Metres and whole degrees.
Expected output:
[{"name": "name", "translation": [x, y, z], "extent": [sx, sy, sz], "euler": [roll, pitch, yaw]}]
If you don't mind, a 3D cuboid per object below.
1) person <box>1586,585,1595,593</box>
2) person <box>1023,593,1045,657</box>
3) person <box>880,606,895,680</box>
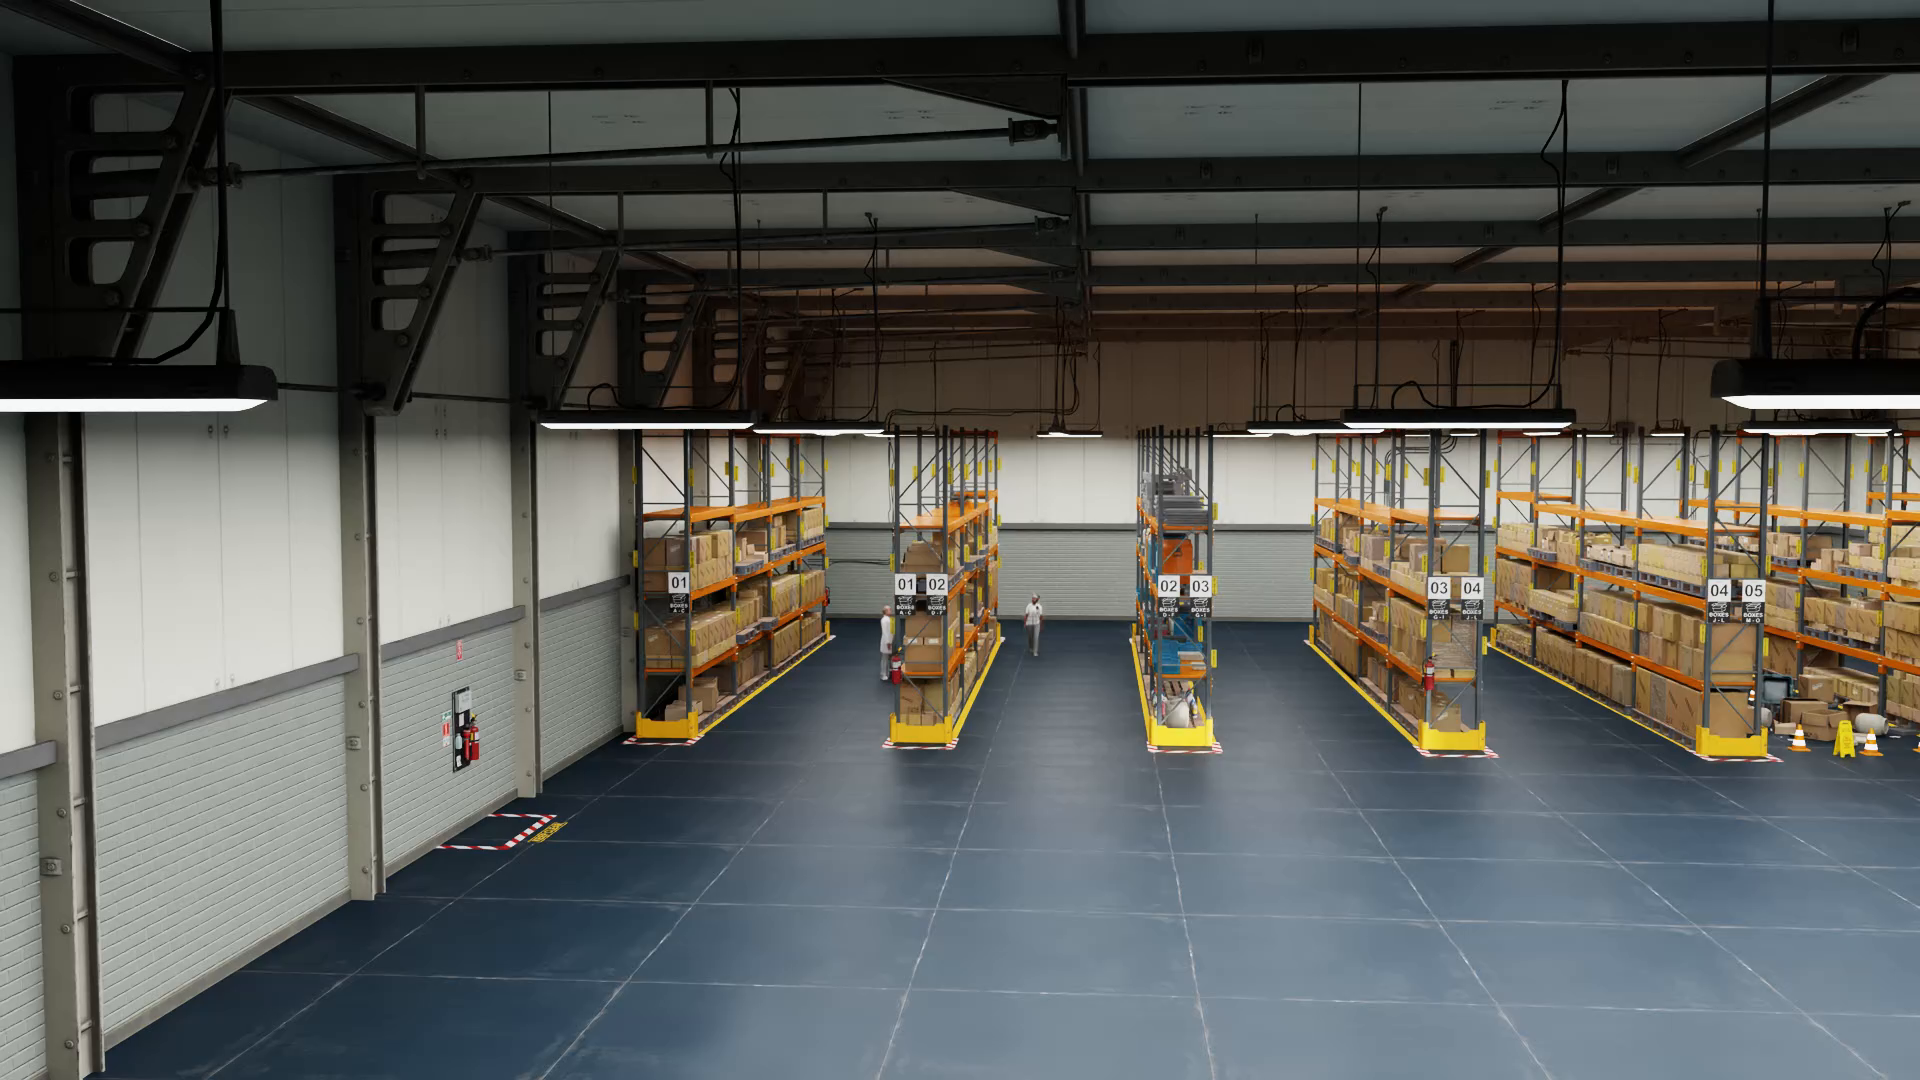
[{"name": "person", "translation": [17.463, 2.081, 46.217], "extent": [1.032, 1.660, 0.658], "euler": [3, 4, 36]}, {"name": "person", "translation": [1.969, 2.241, 44.201], "extent": [0.572, 1.658, 0.926], "euler": [1, 3, 9]}, {"name": "person", "translation": [-1.618, 2.456, 39.696], "extent": [0.635, 1.769, 0.646], "euler": [2, 4, 27]}]
